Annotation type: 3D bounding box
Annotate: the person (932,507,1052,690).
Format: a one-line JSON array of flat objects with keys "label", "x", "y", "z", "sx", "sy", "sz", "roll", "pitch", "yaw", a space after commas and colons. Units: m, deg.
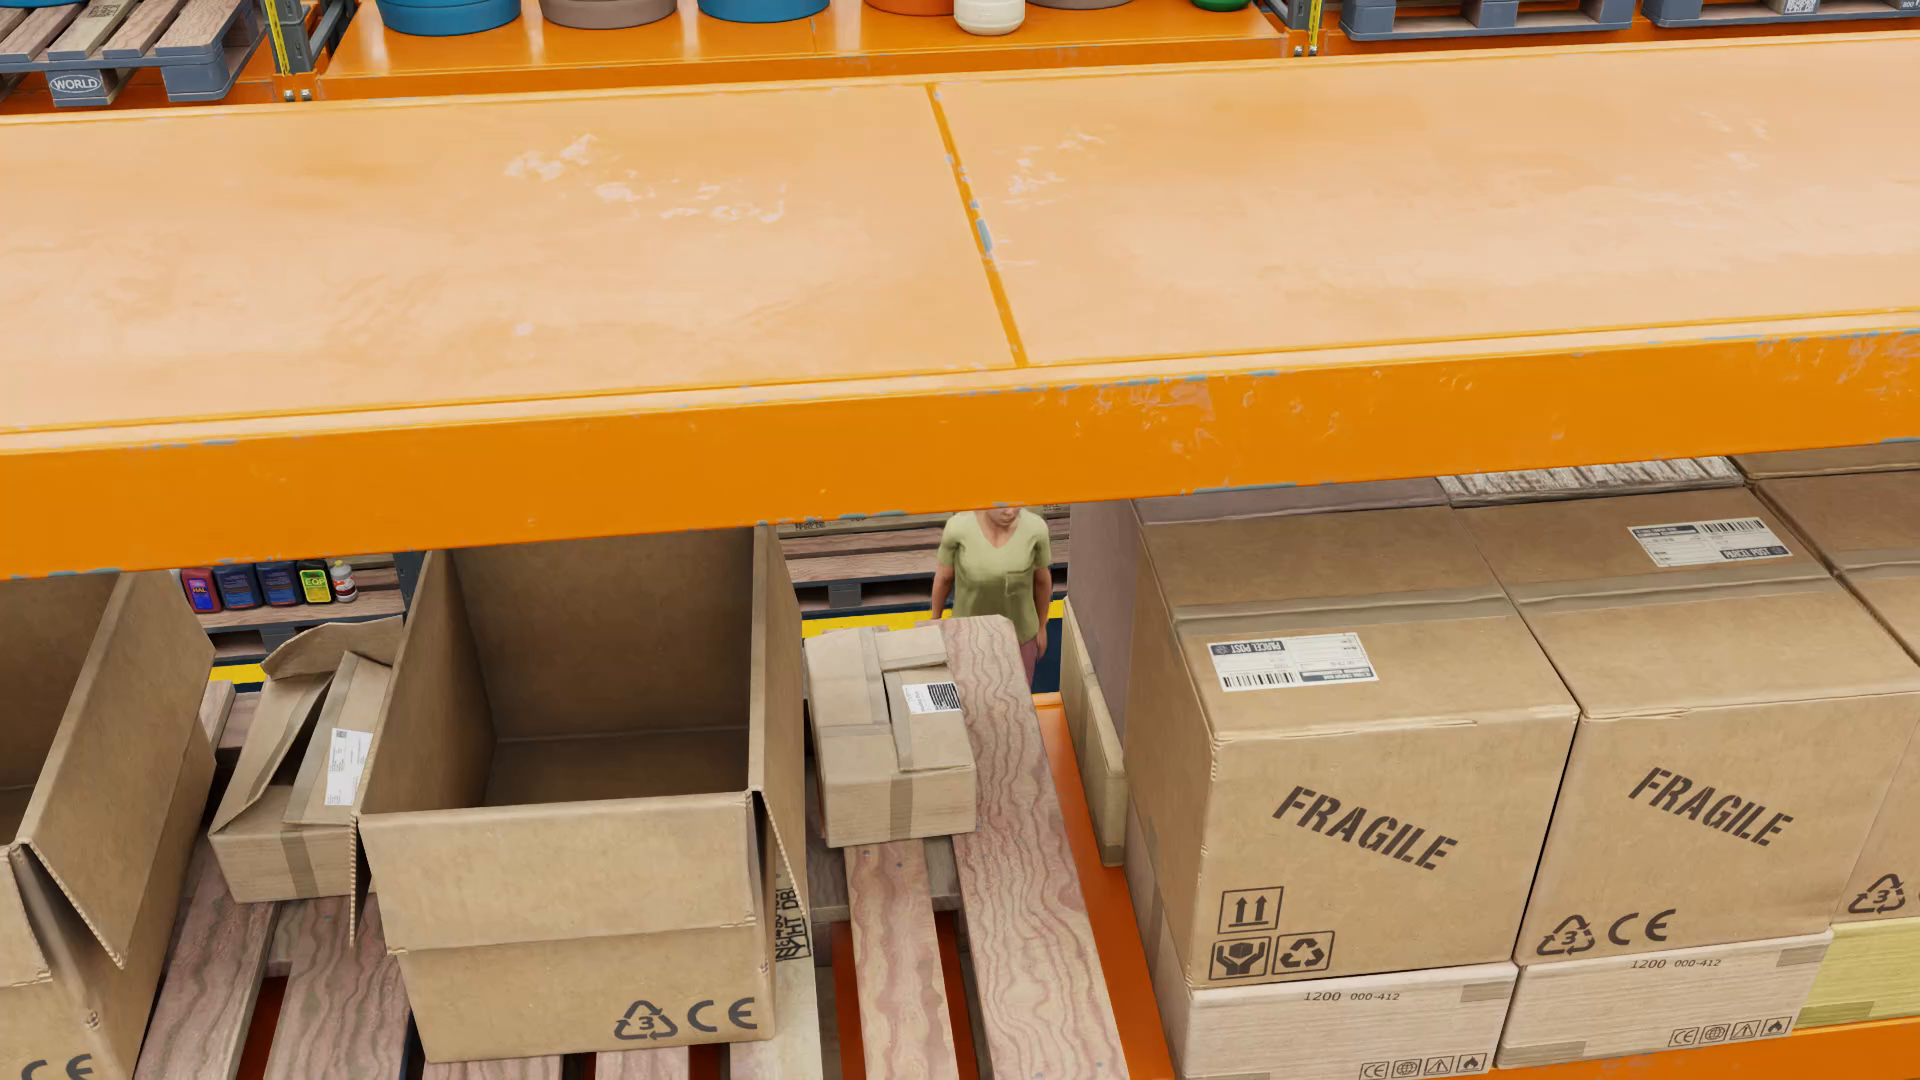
[{"label": "person", "x": 0.103, "y": 0.350, "z": 6.754, "sx": 0.526, "sy": 1.670, "sz": 0.614, "roll": -1, "pitch": 35, "yaw": -2}]
